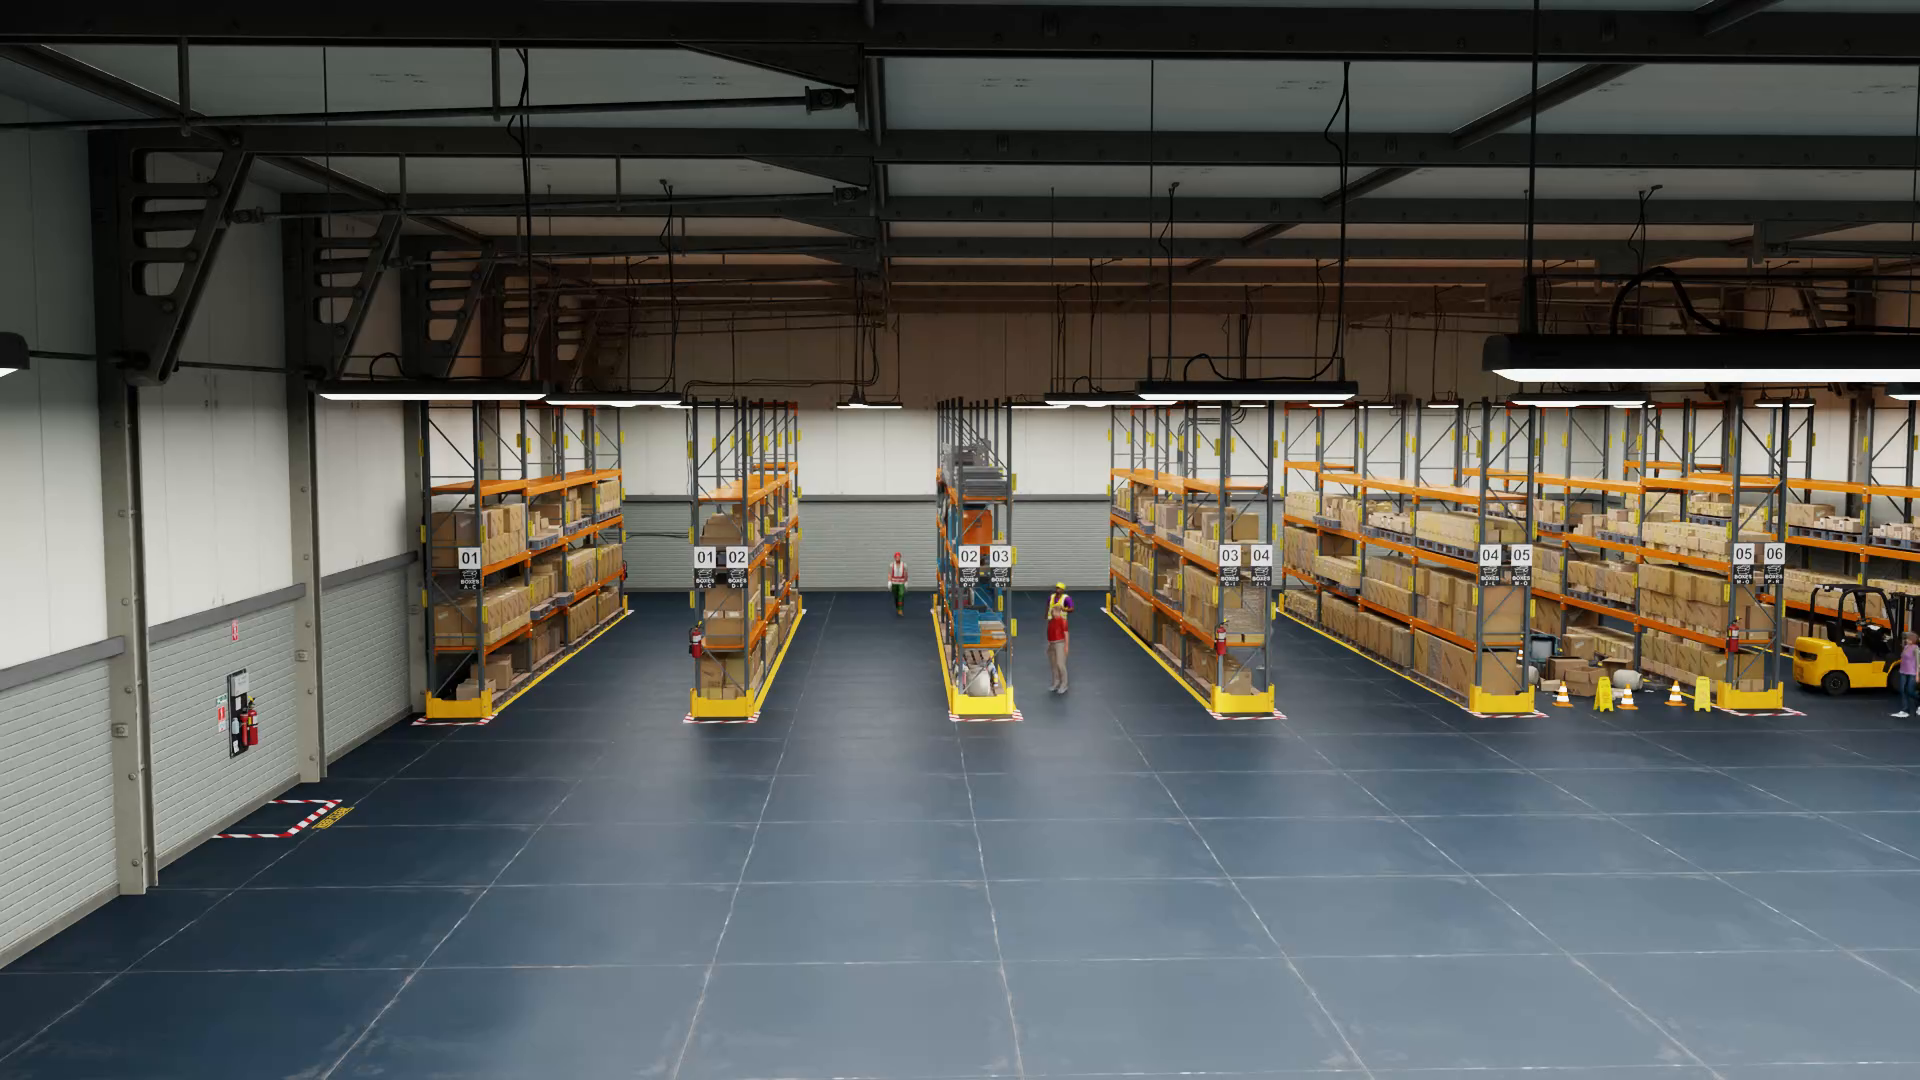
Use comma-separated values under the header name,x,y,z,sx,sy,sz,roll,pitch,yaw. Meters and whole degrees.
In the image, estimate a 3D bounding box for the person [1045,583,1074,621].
name,x,y,z,sx,sy,sz,roll,pitch,yaw
person,2.275,1.844,38.040,0.654,1.731,1.015,0,4,-2

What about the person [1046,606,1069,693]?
name,x,y,z,sx,sy,sz,roll,pitch,yaw
person,1.980,2.240,34.121,0.387,1.775,0.622,-3,5,-33

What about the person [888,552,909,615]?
name,x,y,z,sx,sy,sz,roll,pitch,yaw
person,-1.752,1.214,46.778,0.567,1.724,1.034,0,4,4

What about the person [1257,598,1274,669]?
name,x,y,z,sx,sy,sz,roll,pitch,yaw
person,6.800,2.074,36.975,0.371,1.602,0.483,1,5,15

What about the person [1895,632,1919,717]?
name,x,y,z,sx,sy,sz,roll,pitch,yaw
person,17.778,2.516,31.050,0.524,1.592,0.430,-2,5,-22
